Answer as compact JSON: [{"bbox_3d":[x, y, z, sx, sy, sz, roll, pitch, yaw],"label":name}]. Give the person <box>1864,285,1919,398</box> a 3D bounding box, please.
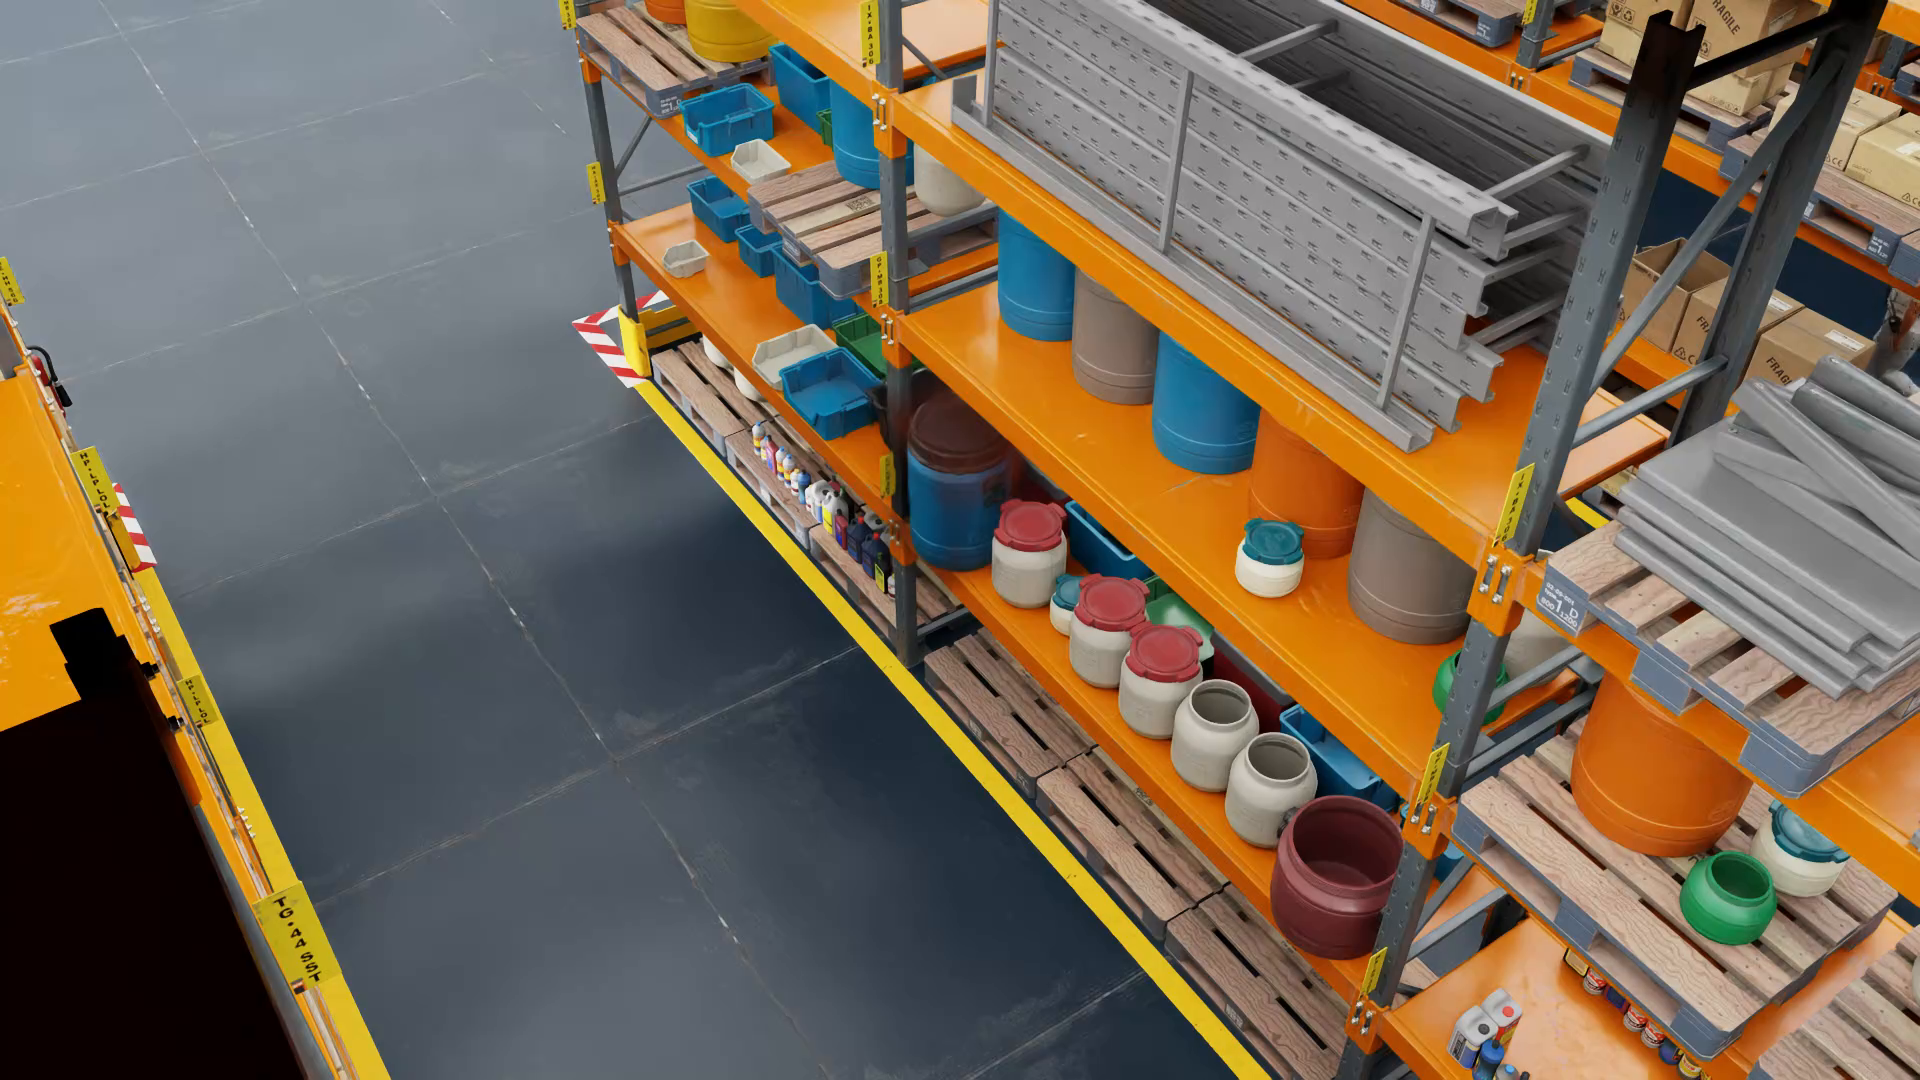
[{"bbox_3d":[7.078,-1.578,12.260,0.481,1.617,0.857,-27,49,-26],"label":"person"}]
